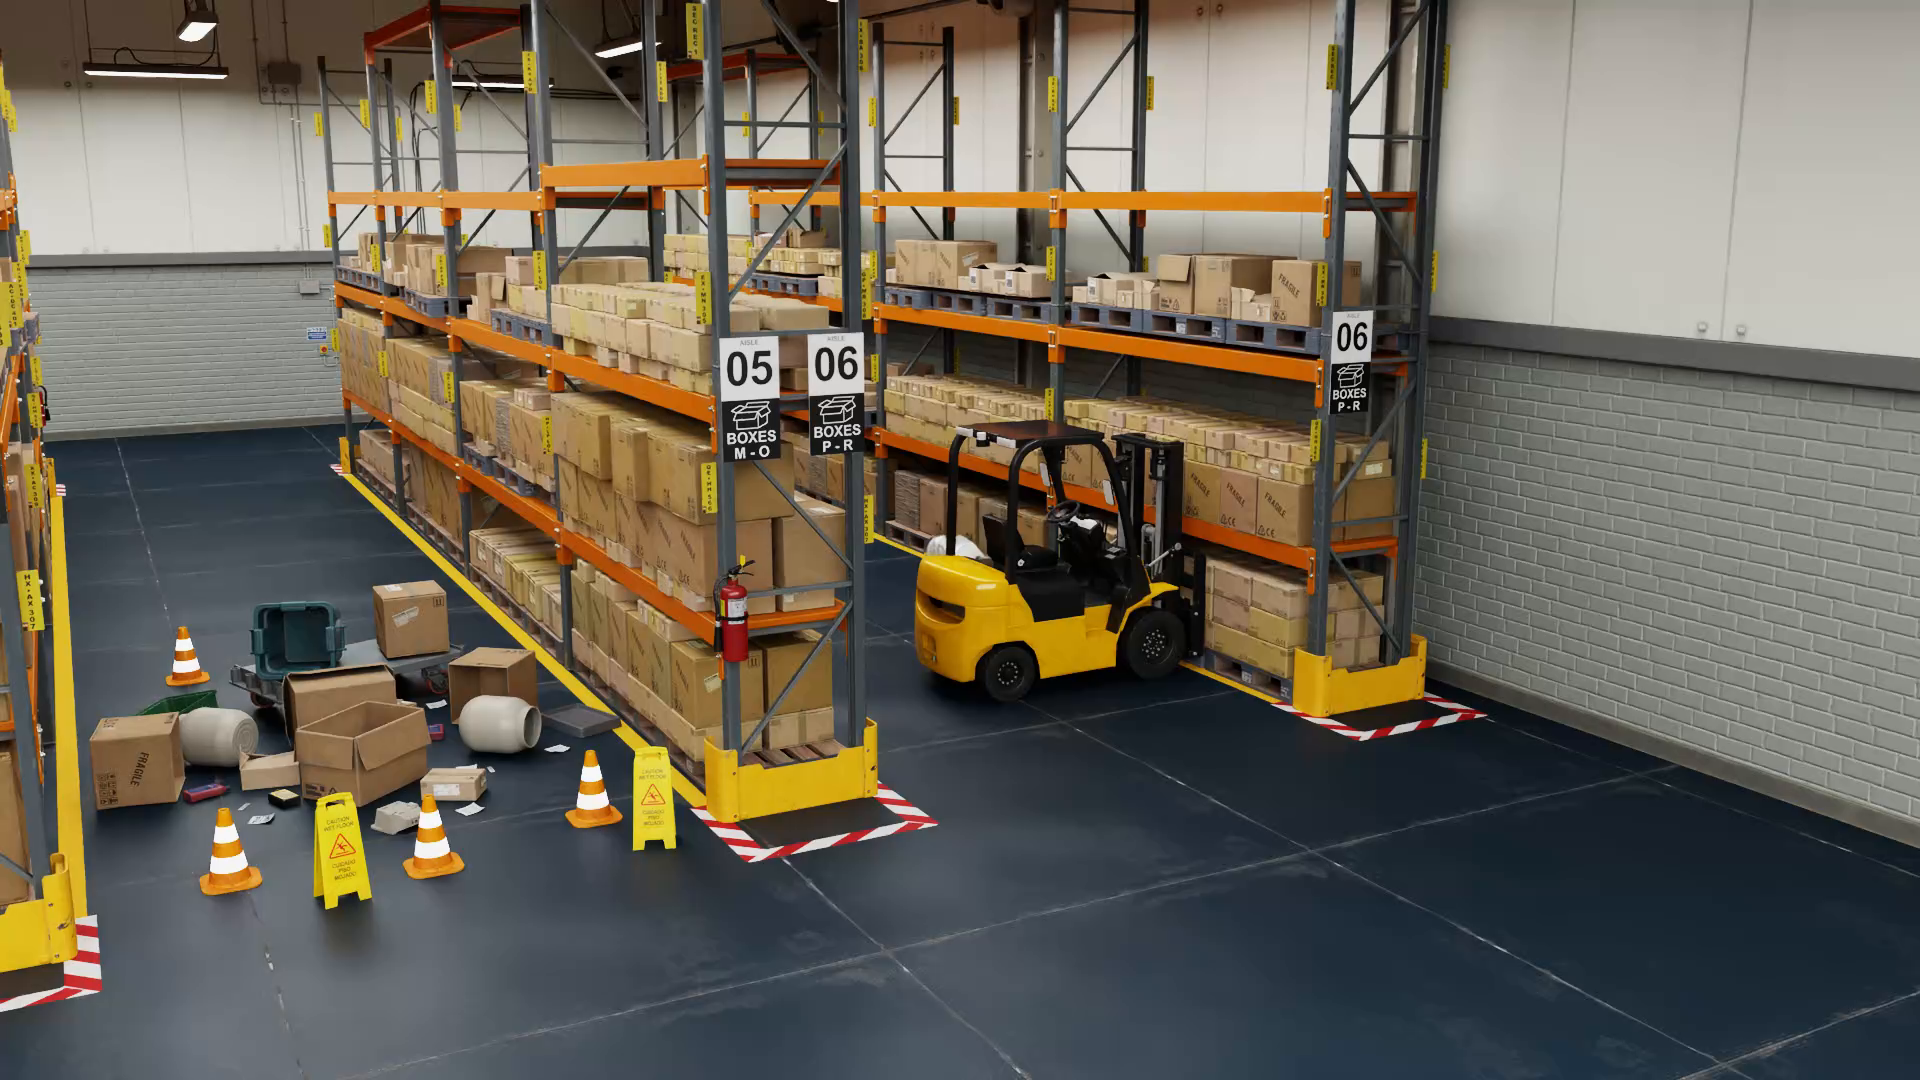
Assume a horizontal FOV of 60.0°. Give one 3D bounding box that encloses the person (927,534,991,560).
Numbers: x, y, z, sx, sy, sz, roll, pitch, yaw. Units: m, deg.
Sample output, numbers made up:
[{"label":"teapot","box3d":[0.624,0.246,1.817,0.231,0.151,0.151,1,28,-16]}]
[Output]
[{"label":"person","box3d":[0.034,0.403,16.058,0.464,0.852,0.913,-7,14,-30]}]
